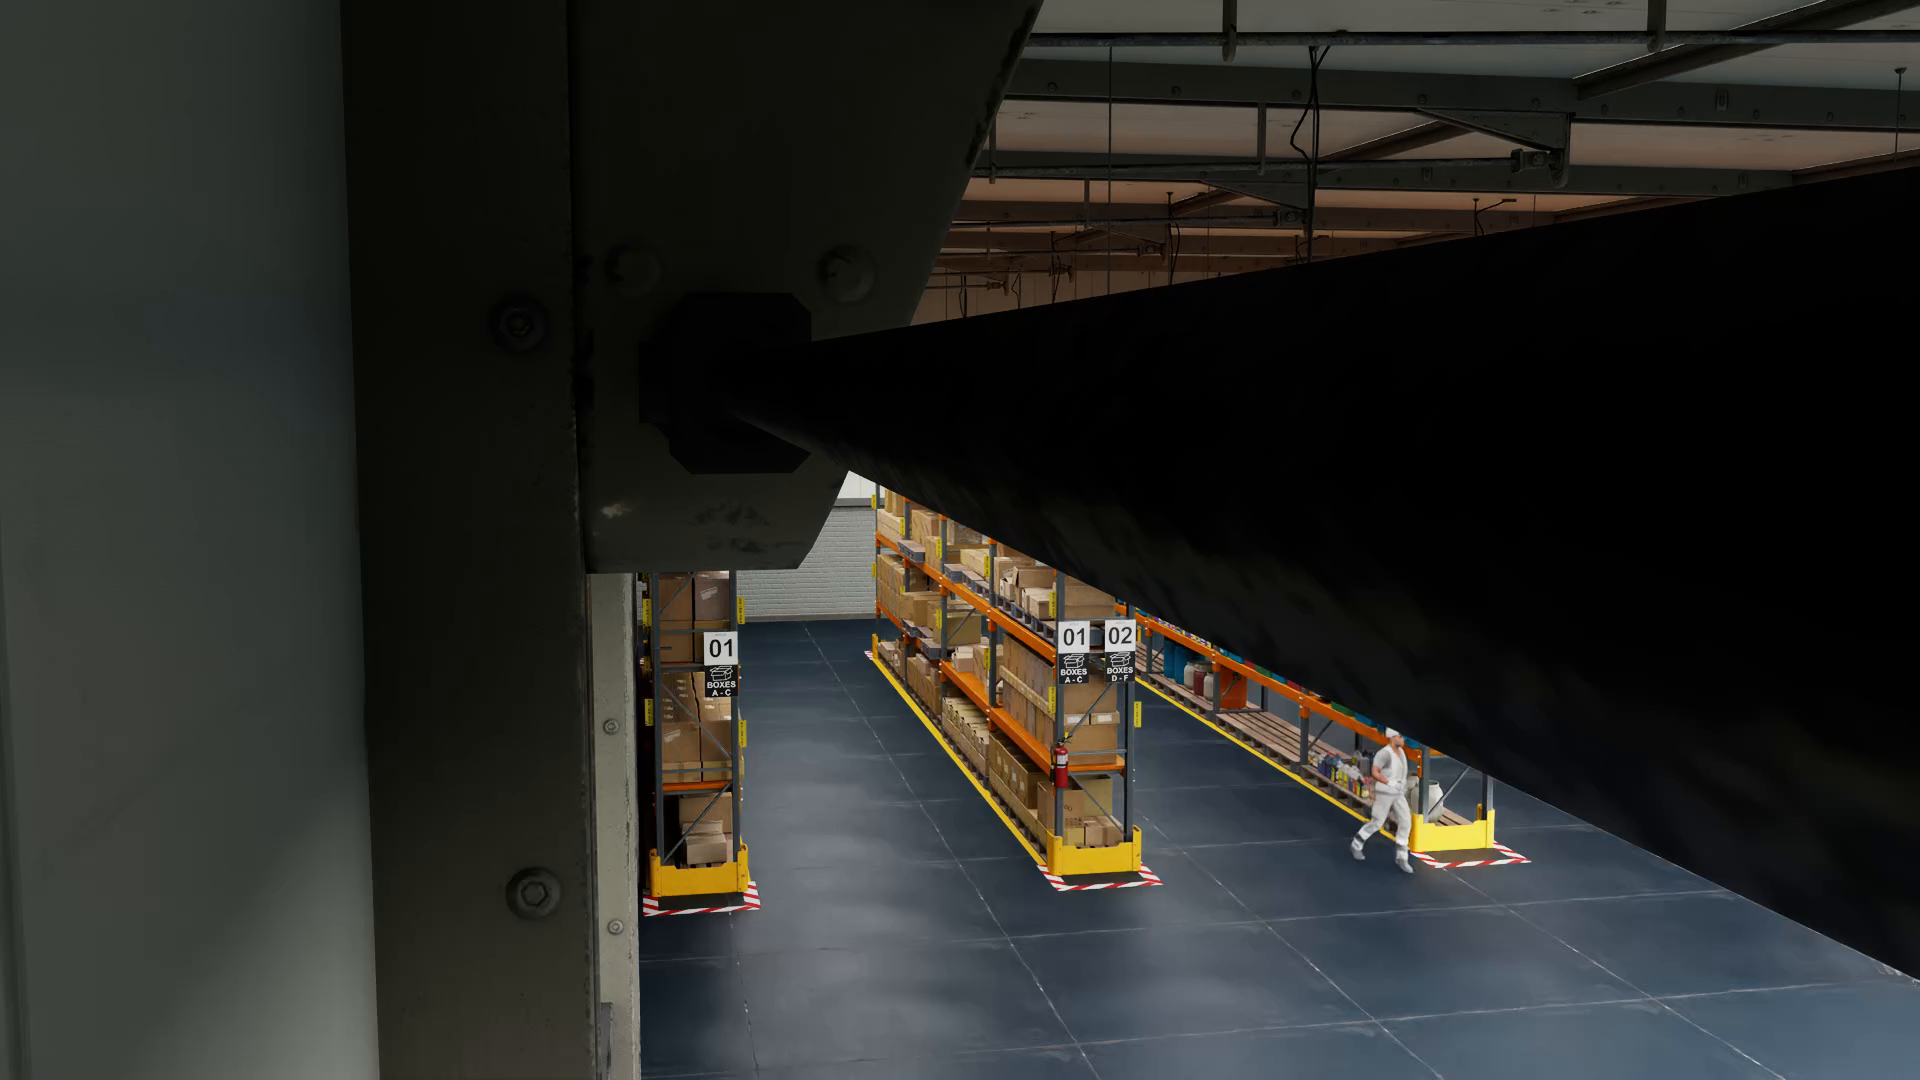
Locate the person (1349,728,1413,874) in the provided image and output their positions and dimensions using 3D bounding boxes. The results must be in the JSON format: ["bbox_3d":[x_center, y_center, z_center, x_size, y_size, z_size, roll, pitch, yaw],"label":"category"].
[{"bbox_3d":[5.517,3.269,21.243,0.721,1.788,0.885,-5,7,-38],"label":"person"}]
